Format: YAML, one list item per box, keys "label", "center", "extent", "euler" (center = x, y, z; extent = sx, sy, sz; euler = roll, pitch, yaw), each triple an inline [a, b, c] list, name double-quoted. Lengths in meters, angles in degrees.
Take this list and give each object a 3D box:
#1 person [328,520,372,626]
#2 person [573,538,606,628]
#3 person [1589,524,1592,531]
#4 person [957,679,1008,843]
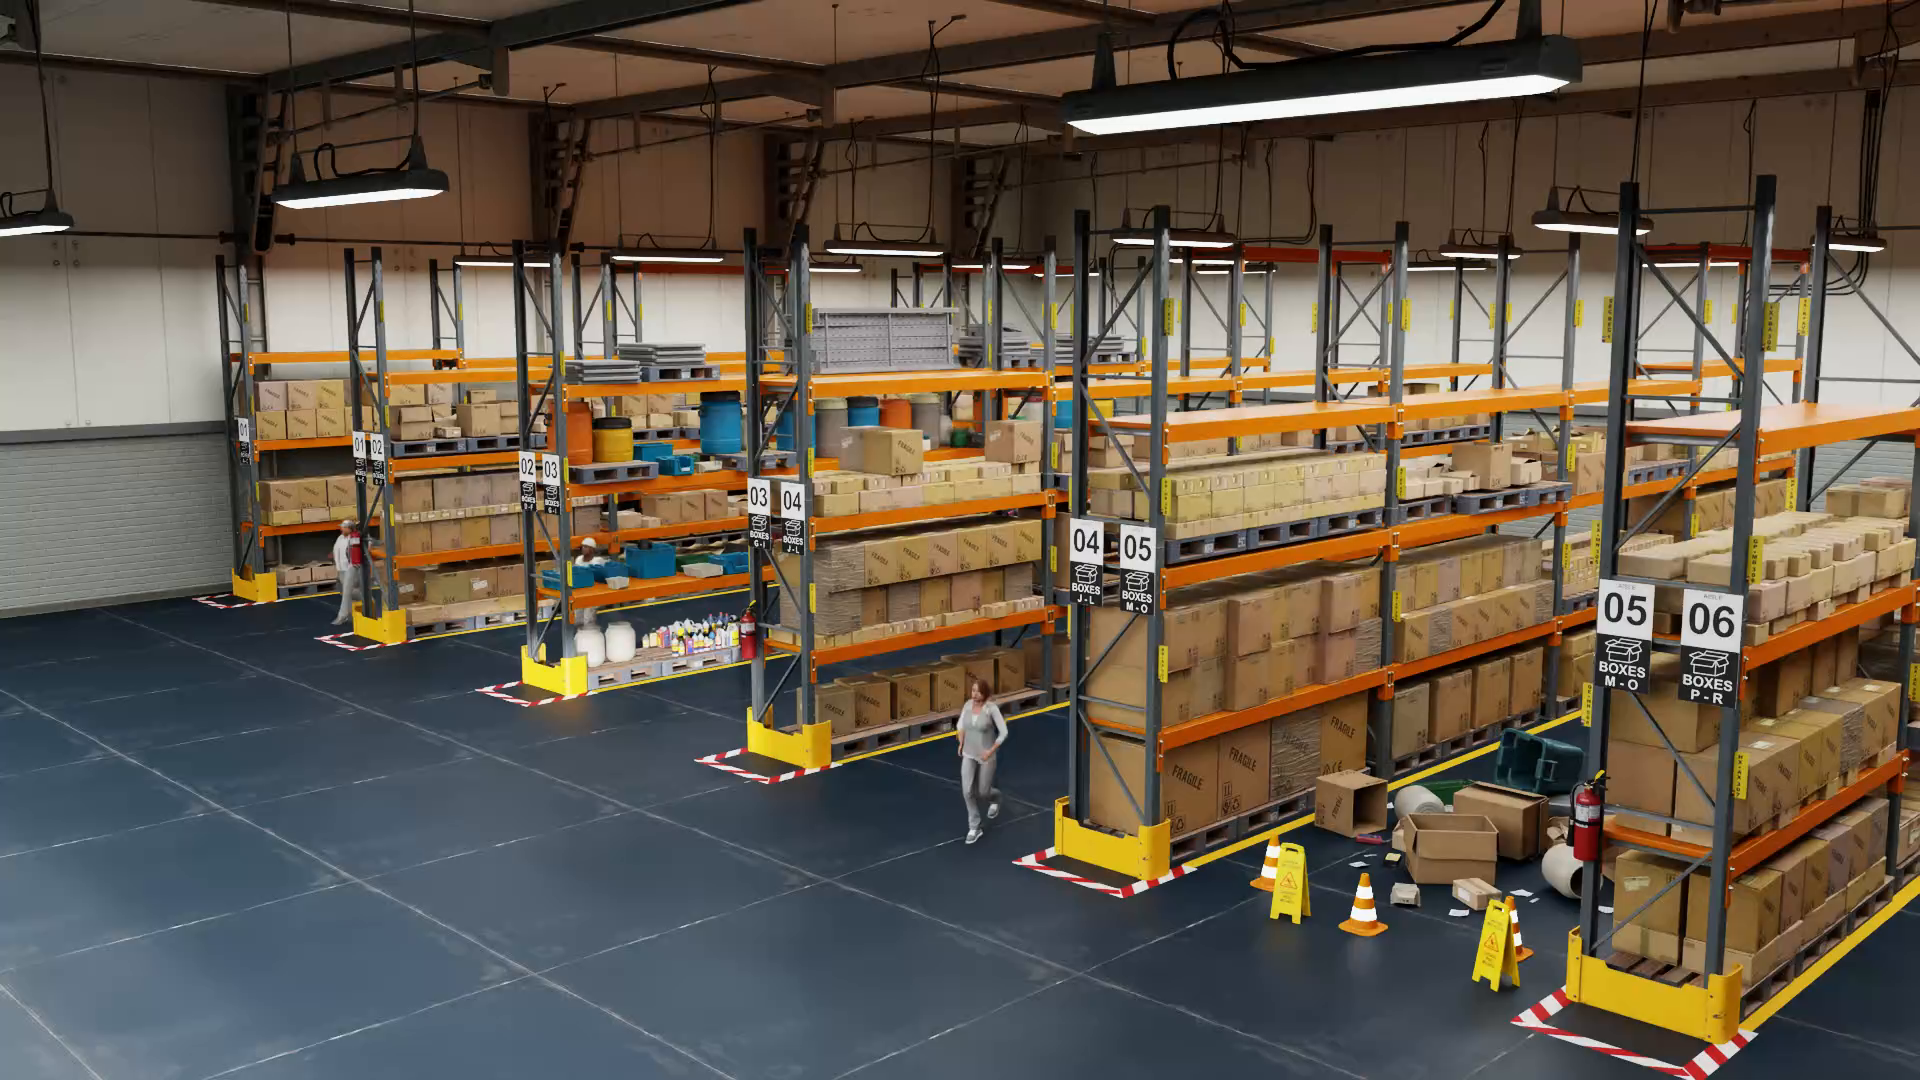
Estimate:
- label: "person"
  center: [-9.948, 0.501, 27.117]
  extent: [0.606, 1.656, 0.924]
  euler: [5, 9, 29]
- label: "person"
  center: [-5.507, 0.831, 24.585]
  extent: [0.684, 1.732, 0.594]
  euler: [4, 9, 28]
- label: "person"
  center: [10.221, 0.569, 26.714]
  extent: [0.788, 1.694, 0.551]
  euler: [-6, 10, -37]
- label: "person"
  center: [0.218, 2.114, 16.235]
  extent: [0.559, 1.575, 0.679]
  euler: [3, 9, 23]
